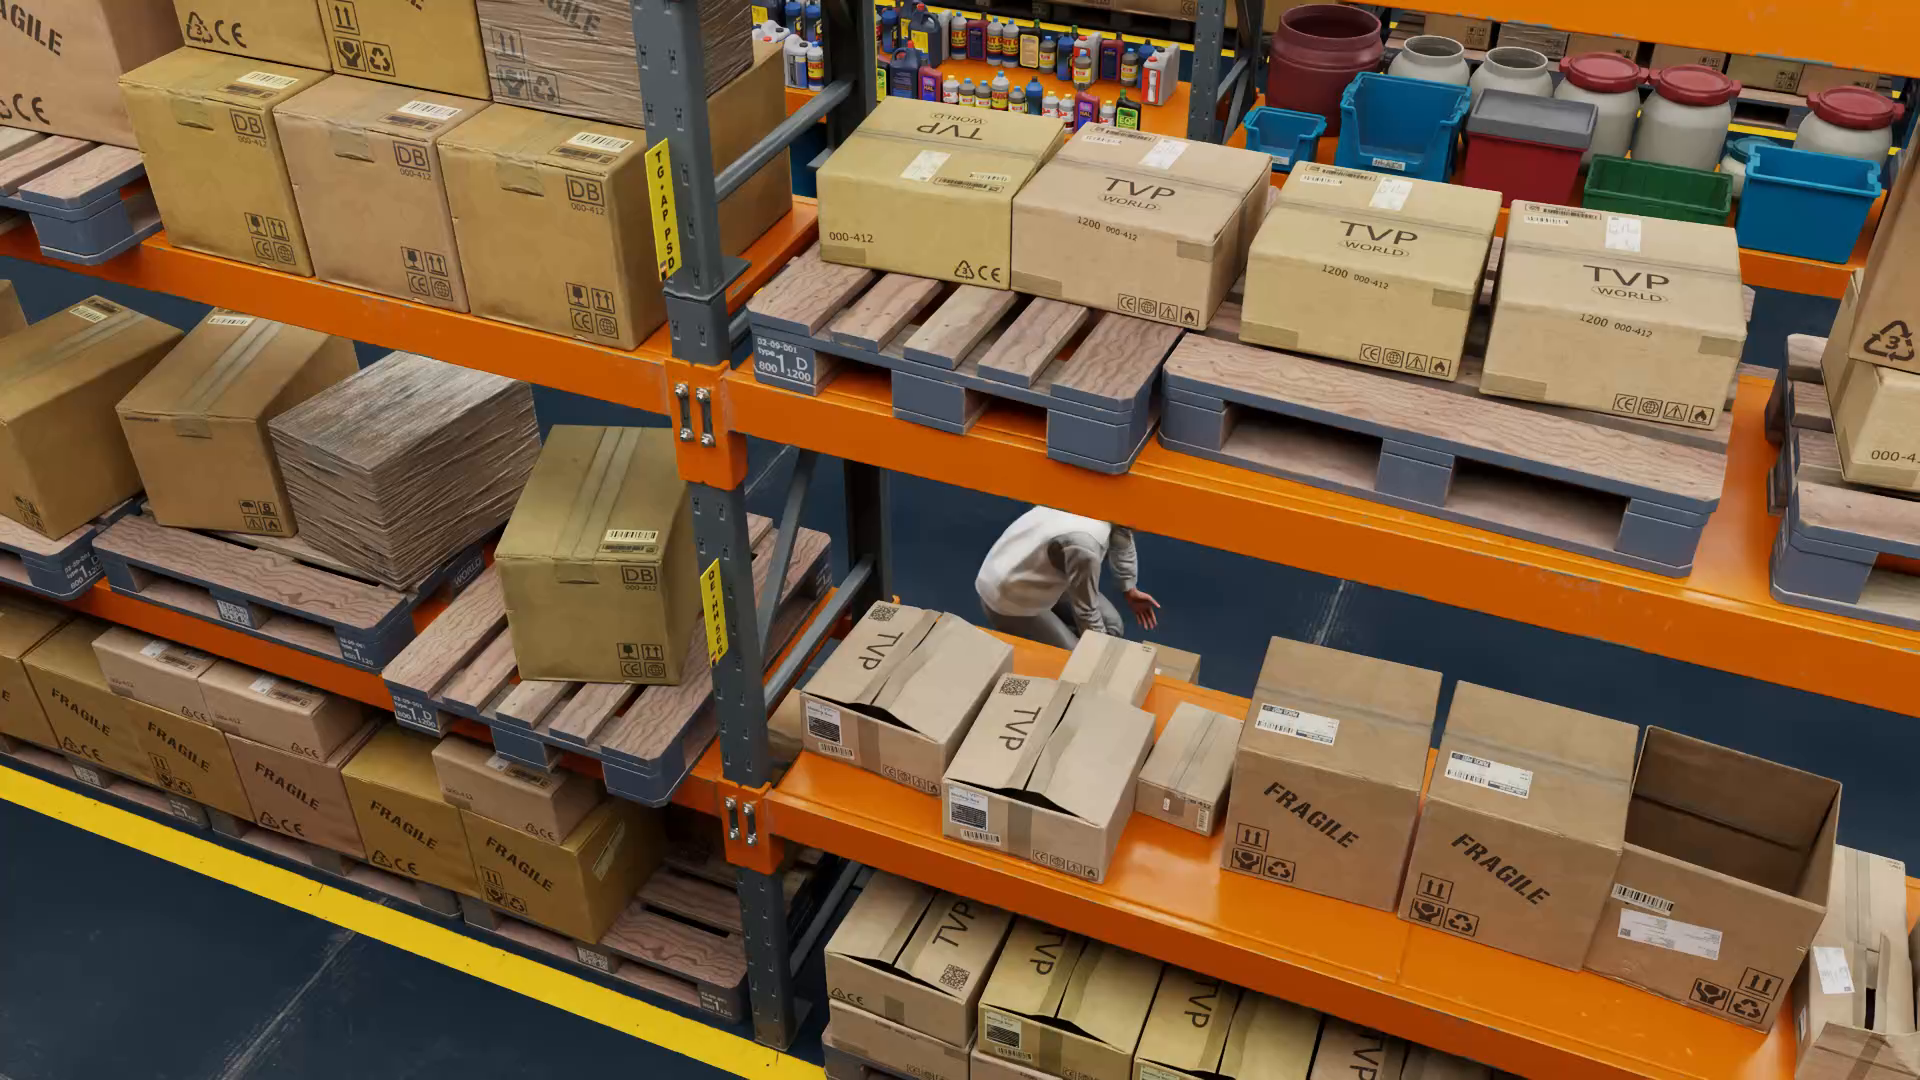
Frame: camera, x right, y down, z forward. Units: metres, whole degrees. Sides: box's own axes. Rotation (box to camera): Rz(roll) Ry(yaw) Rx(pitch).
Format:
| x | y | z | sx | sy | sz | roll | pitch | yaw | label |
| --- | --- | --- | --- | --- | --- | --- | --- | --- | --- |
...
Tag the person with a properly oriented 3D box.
| x | y | z | sx | sy | sz | roll | pitch | yaw | label |
| --- | --- | --- | --- | --- | --- | --- | --- | --- | --- |
| 0.495 | 0.259 | 6.871 | 0.829 | 1.275 | 0.583 | 14 | 40 | 18 | person |
